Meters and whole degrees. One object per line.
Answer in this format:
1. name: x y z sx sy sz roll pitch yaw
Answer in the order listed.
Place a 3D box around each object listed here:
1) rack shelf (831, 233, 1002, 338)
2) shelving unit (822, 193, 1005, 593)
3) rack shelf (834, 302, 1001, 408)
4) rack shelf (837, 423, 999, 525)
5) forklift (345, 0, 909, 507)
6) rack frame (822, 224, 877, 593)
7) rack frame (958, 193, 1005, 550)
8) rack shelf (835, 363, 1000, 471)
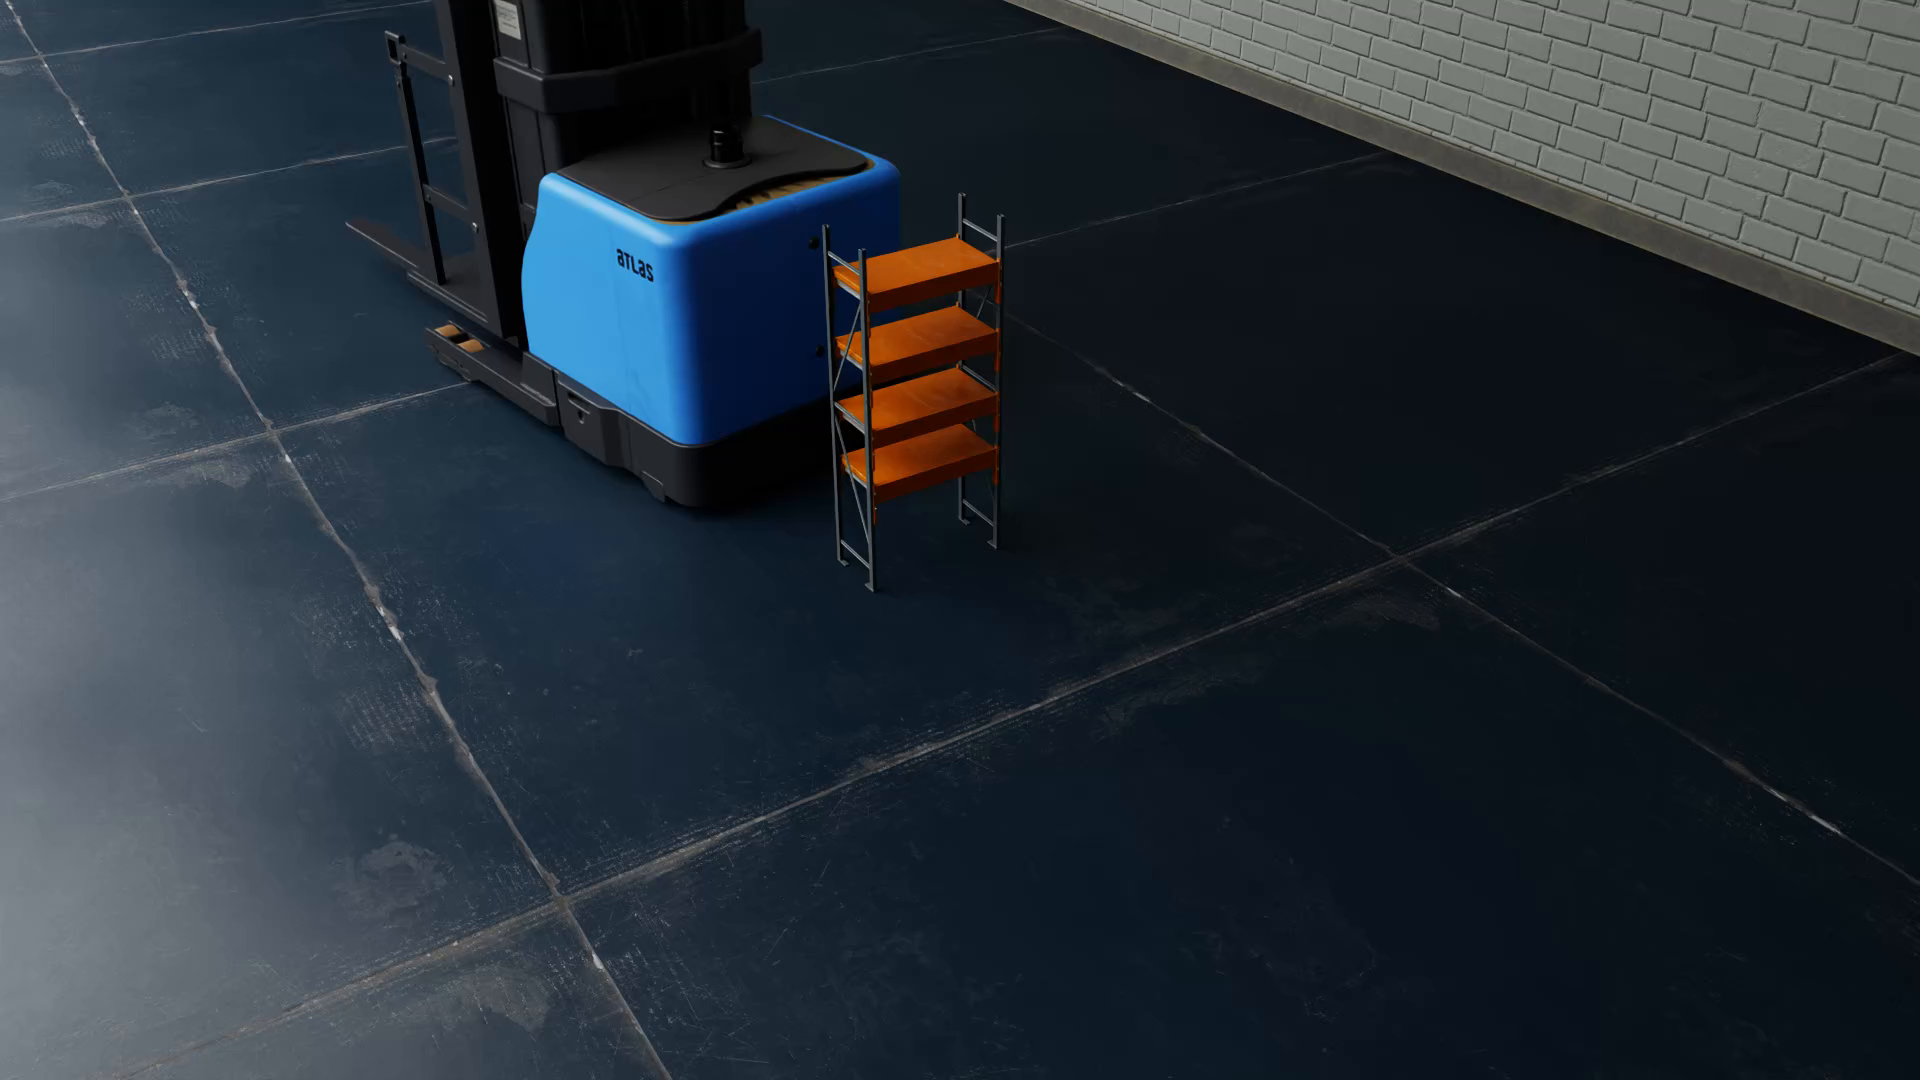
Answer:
1. rack shelf: -0.139 -0.792 5.144 0.480 0.148 0.258 -19 37 -27
2. shelving unit: -0.139 -0.460 5.354 0.503 1.200 0.258 -19 37 -27
3. rack shelf: -0.139 -0.592 5.271 0.480 0.148 0.258 -19 37 -27
4. rack shelf: -0.139 -0.235 5.496 0.480 0.148 0.258 -19 37 -27
5. forklift: -1.563 -2.052 6.255 1.130 2.935 3.031 -26 41 -35
6. rack frame: -0.344 -0.389 5.242 0.015 1.200 0.240 -19 37 -27
7. rack frame: 0.066 -0.530 5.466 0.015 1.200 0.240 -19 37 -27
8. rack shelf: -0.139 -0.403 5.390 0.480 0.148 0.258 -19 37 -27
